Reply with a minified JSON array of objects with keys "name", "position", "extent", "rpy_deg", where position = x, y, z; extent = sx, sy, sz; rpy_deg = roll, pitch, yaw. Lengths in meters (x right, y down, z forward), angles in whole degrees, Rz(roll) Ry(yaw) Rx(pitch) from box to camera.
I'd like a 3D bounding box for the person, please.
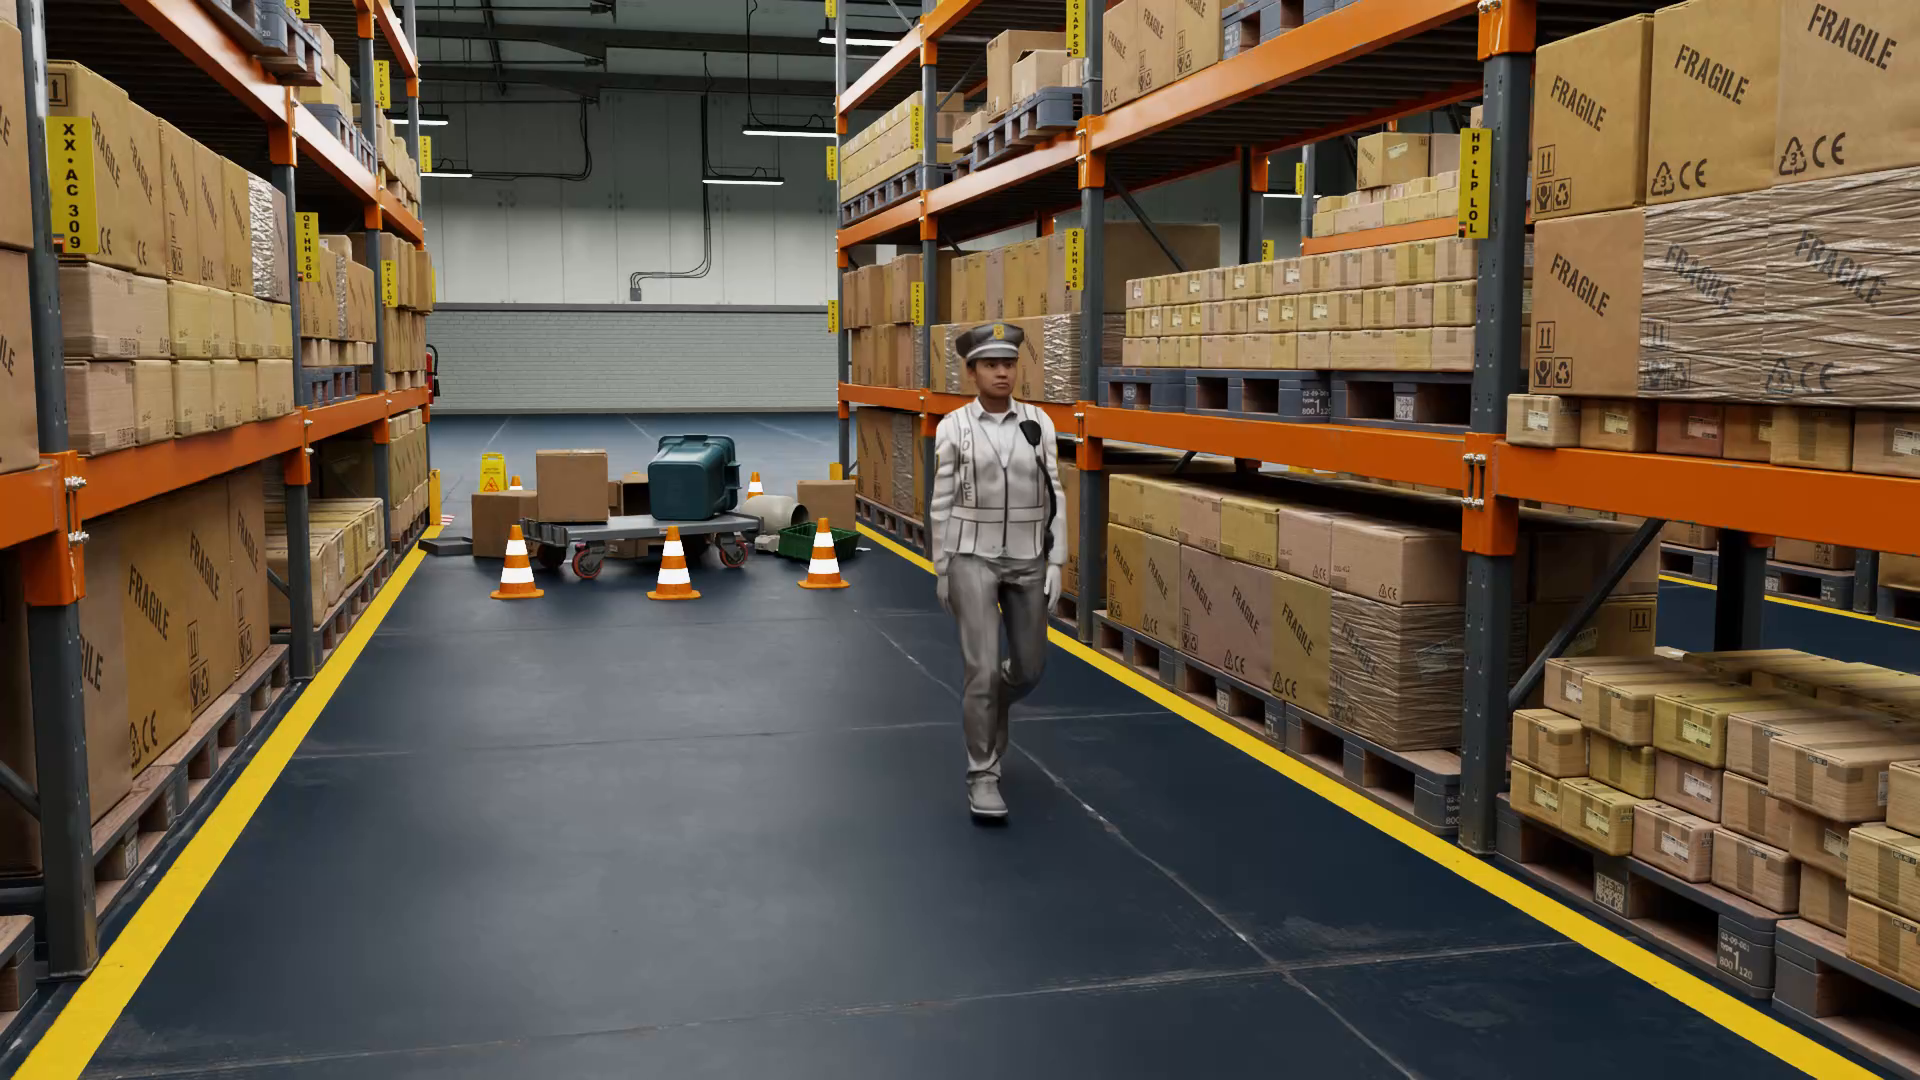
[{"name":"person","position":[-1.151,-1.056,5.556],"extent":[5.233,2.386,22.021],"rpy_deg":[-1,6,-12]}]
